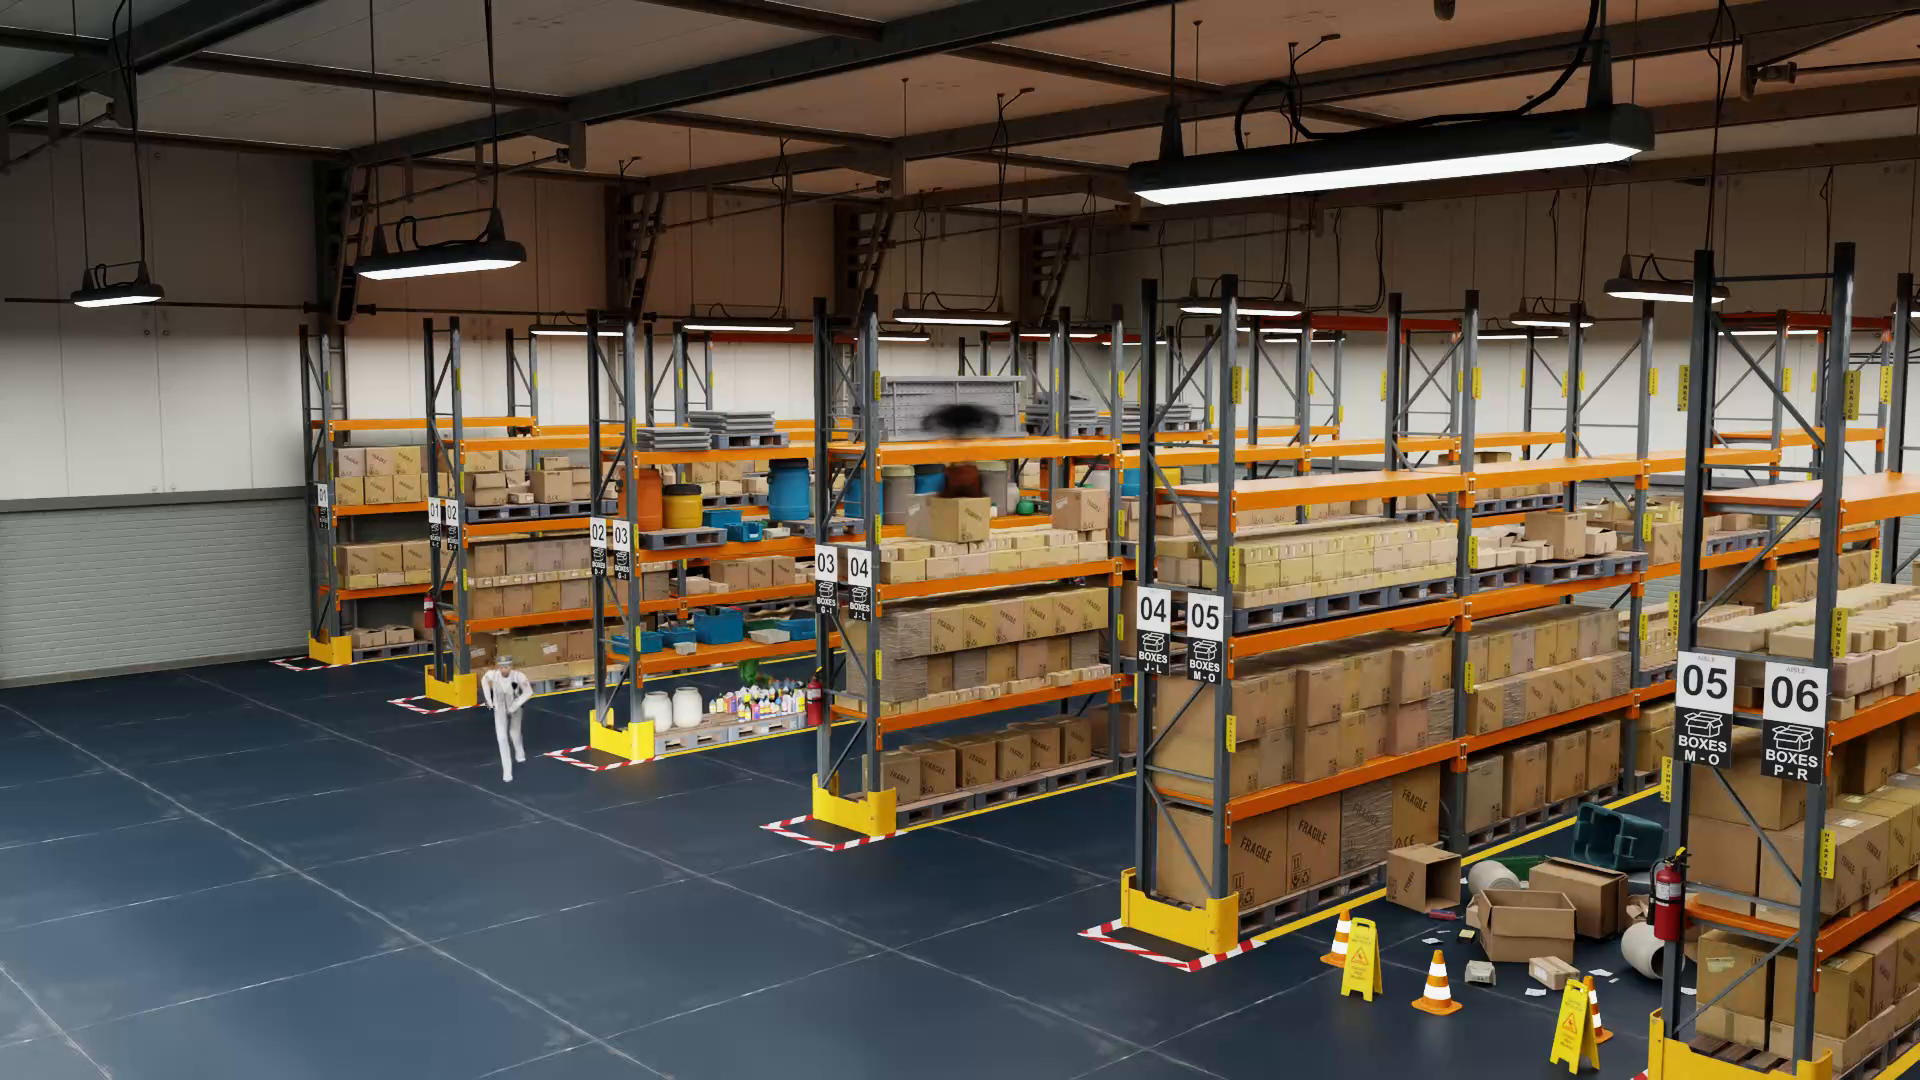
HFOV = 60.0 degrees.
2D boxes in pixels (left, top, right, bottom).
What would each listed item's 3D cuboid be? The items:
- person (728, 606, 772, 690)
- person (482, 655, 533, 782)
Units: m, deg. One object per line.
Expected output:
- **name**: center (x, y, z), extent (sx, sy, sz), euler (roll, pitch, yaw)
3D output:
- **person**: center (-3.310, 1.781, 25.832), extent (0.679, 1.588, 0.951), euler (5, 8, 40)
- **person**: center (-5.802, 2.240, 21.411), extent (0.658, 1.623, 0.930), euler (0, 6, -2)
